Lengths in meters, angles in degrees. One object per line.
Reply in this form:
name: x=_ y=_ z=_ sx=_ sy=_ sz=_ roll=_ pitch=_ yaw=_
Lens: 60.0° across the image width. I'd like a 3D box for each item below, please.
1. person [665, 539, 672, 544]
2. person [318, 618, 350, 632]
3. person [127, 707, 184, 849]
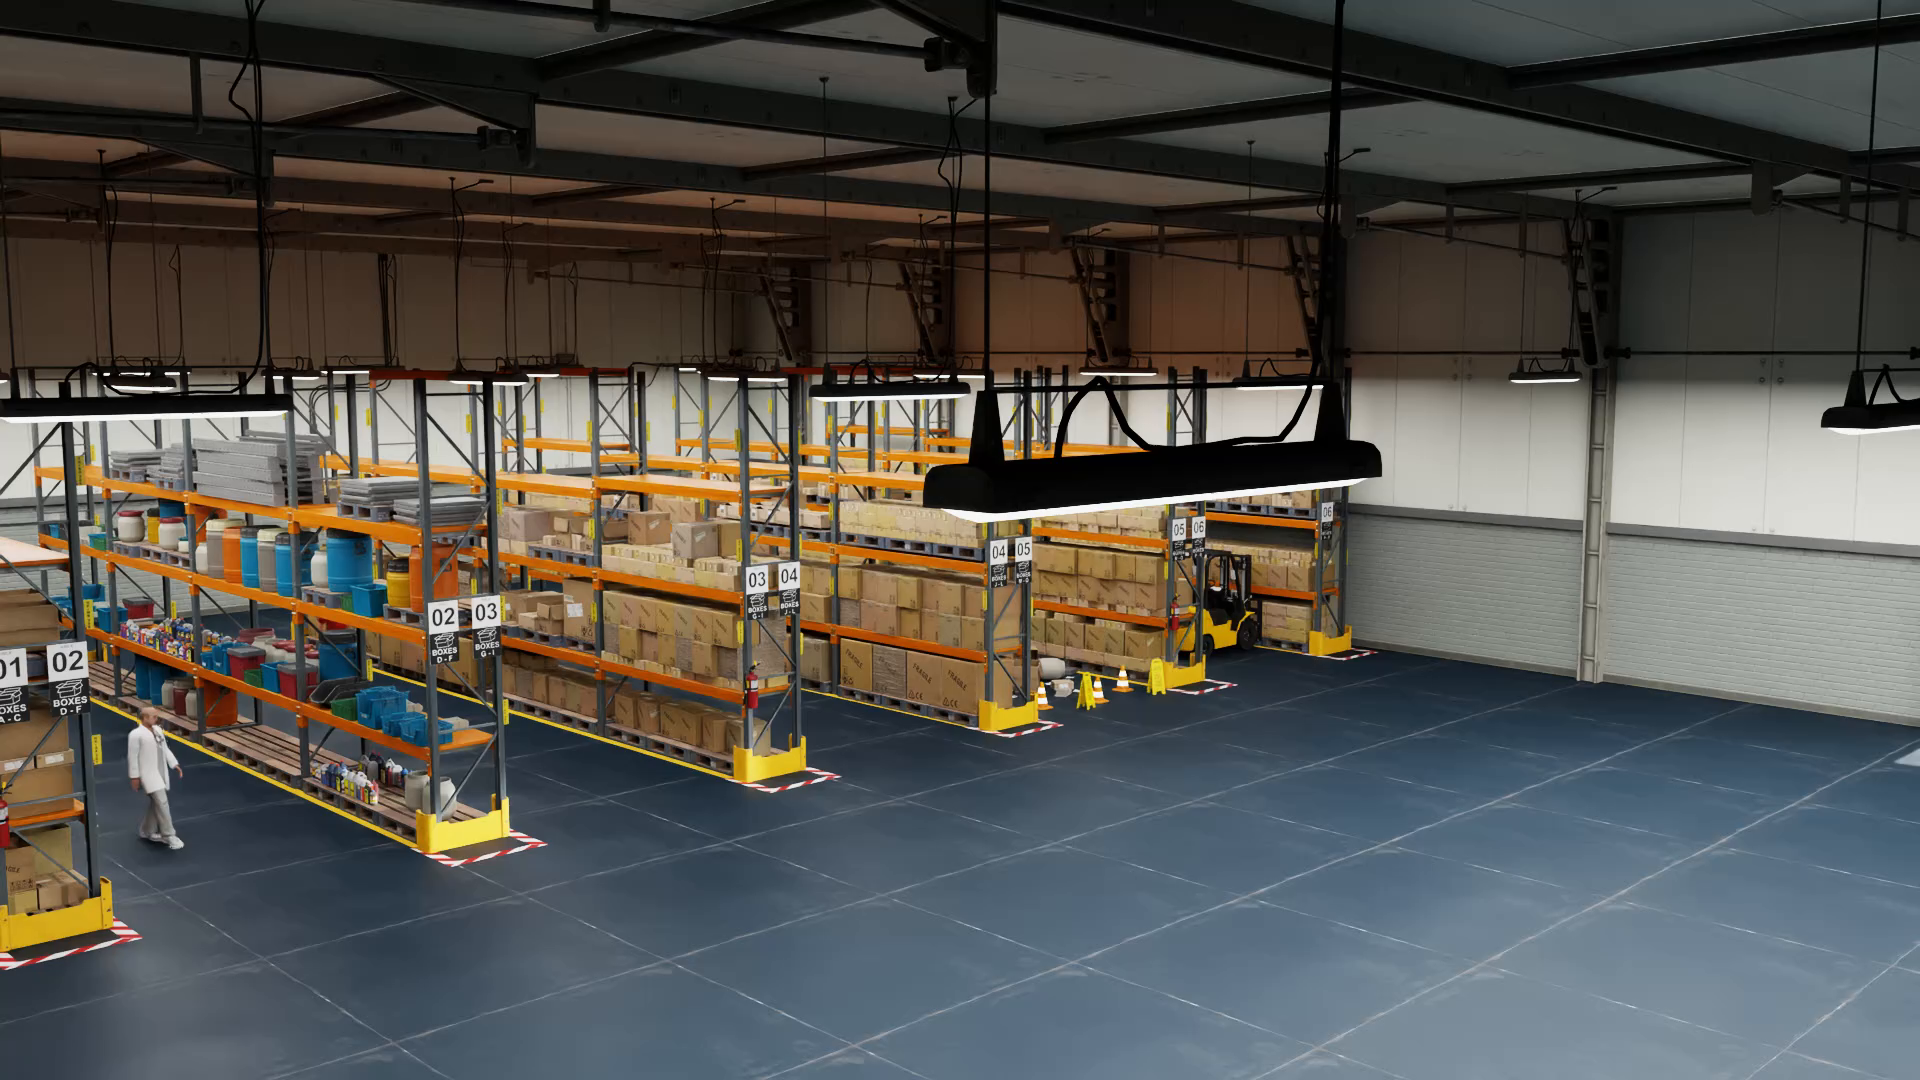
person: x=-7.939 y=0.473 z=44.351 sx=0.567 sy=1.727 sz=1.037 roll=3 pitch=7 yaw=22
person: x=-12.075 y=1.883 z=32.033 sx=0.660 sy=1.711 sz=0.626 roll=5 pitch=8 yaw=38
person: x=-10.317 y=3.046 z=21.462 sx=0.820 sy=1.792 sz=0.607 roll=1 pitch=7 yaw=10
